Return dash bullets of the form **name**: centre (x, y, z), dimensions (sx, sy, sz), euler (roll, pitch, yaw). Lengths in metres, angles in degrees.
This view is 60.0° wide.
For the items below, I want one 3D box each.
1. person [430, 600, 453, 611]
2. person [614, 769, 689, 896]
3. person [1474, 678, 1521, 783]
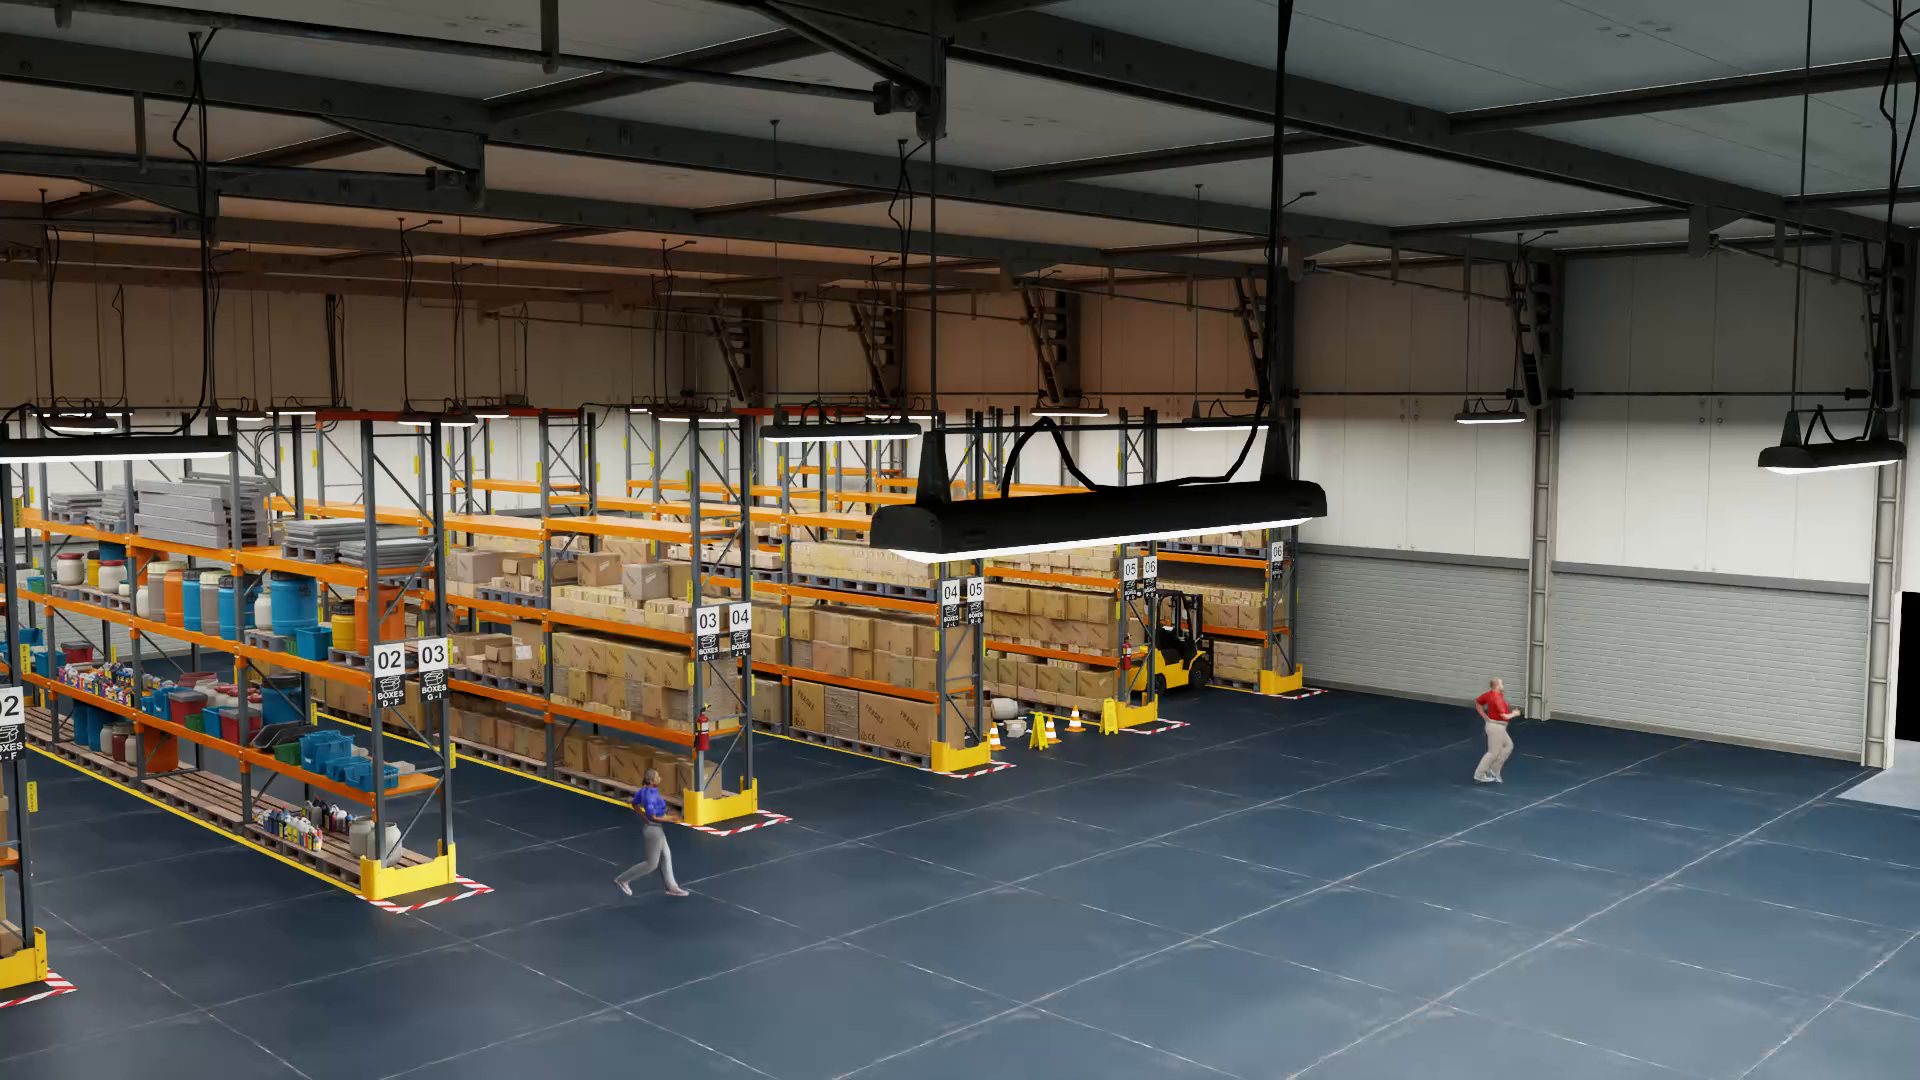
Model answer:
- **person**: centre (-12.433, 1.957, 39.741), dimensions (0.778, 1.763, 0.682), euler (2, 6, 24)
- **person**: centre (-3.848, 3.666, 20.704), dimensions (0.925, 1.653, 0.582), euler (-2, 5, -17)
- **person**: centre (8.690, 3.103, 26.899), dimensions (0.736, 1.770, 0.637), euler (0, 5, 5)
